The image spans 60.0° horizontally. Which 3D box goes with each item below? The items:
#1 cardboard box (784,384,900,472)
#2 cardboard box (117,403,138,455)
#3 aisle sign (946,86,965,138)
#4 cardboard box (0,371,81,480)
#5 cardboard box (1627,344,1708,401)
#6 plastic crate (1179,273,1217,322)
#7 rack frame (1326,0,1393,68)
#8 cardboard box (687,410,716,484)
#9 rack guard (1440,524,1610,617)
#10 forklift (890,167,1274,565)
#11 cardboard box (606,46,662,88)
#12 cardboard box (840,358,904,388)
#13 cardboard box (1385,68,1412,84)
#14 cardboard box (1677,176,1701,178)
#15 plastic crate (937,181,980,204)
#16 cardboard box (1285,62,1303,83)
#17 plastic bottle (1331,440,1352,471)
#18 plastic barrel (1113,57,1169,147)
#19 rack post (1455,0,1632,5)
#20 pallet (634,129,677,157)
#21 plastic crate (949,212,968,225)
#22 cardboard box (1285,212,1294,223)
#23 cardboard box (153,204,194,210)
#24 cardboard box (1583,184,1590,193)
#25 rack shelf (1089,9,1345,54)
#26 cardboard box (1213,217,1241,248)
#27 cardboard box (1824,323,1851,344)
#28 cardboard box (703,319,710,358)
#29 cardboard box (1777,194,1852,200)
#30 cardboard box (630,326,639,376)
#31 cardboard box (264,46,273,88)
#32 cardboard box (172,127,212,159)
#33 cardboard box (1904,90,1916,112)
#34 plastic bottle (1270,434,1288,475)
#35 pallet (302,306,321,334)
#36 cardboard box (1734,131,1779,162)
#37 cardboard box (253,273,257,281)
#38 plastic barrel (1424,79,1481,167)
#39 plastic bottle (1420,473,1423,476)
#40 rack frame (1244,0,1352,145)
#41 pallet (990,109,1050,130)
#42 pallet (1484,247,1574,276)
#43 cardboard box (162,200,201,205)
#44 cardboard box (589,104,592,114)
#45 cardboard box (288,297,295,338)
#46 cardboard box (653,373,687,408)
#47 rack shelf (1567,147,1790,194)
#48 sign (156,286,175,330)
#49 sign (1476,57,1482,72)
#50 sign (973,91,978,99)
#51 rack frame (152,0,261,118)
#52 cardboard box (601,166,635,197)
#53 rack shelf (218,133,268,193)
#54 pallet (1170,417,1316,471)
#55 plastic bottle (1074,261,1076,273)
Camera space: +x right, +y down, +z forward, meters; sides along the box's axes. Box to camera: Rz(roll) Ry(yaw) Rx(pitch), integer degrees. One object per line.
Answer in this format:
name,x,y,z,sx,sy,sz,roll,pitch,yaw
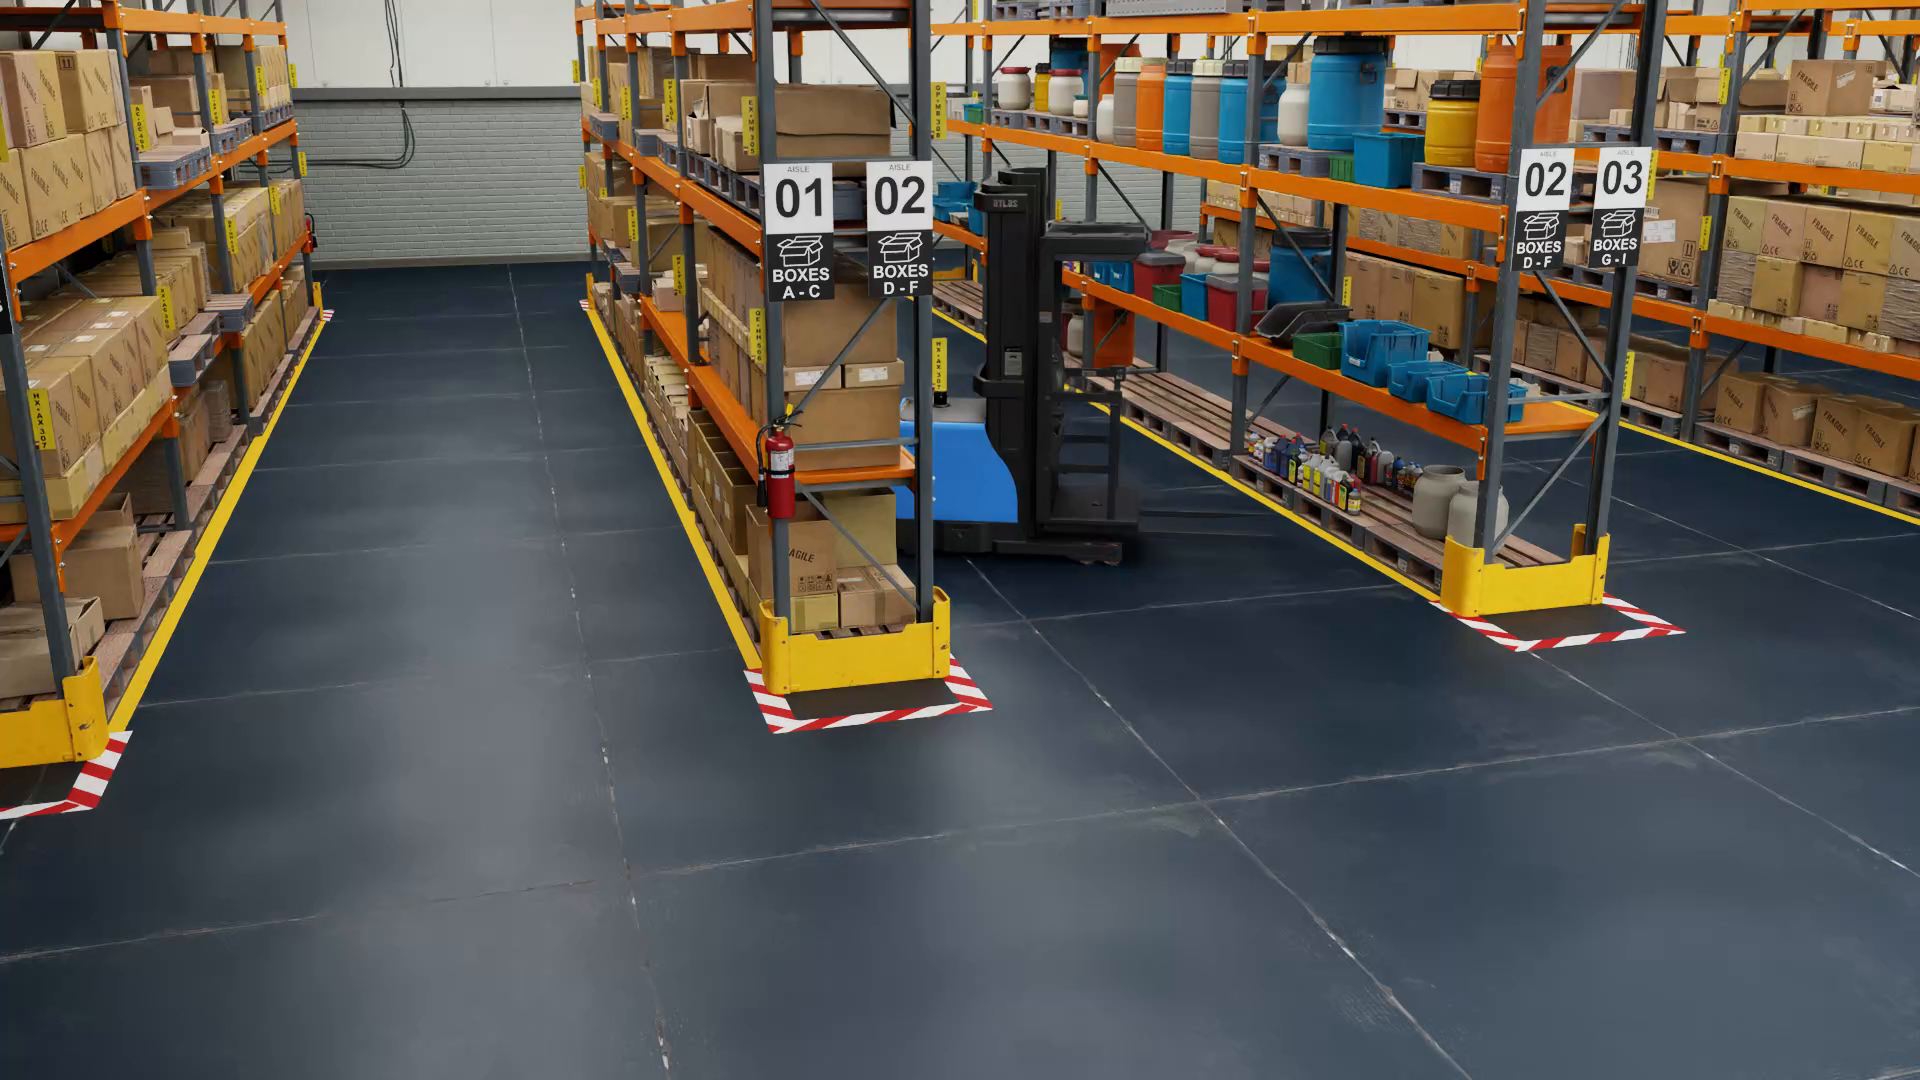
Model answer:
cardboard box,-0.781,-0.756,10.580,0.700,0.500,0.500,-5,17,-15
cardboard box,-5.683,-0.707,10.816,0.500,0.250,0.500,-5,17,-15
aisle sign,-0.036,-6.682,25.964,0.394,0.787,0.004,-5,17,-15
cardboard box,-5.269,-0.638,9.283,0.500,0.500,0.500,-5,17,-15
cardboard box,7.501,-1.785,17.760,0.700,0.500,0.500,-5,17,-16
plastic crate,2.398,-2.347,16.081,0.392,0.384,0.575,-5,17,-15
rack frame,5.564,-7.552,22.952,1.000,3.000,0.127,-5,17,-15
cardboard box,-1.937,-0.774,13.562,0.500,0.500,0.500,-5,17,-15
rack guard,4.033,0.212,11.878,1.175,0.500,0.348,-5,17,-15
forklift,0.951,-1.371,12.921,3.031,2.935,1.130,2,17,7
cardboard box,-4.133,-5.992,21.059,0.700,0.500,0.500,-5,17,-15
cardboard box,-0.565,-1.062,10.471,0.380,0.149,0.250,-5,17,-16
cardboard box,5.733,-6.205,22.777,0.700,0.500,0.500,-4,17,-14
cardboard box,10.733,-5.239,24.352,0.380,0.149,0.250,-5,17,-17
plastic crate,-0.026,-5.362,25.922,0.616,0.435,0.499,-5,17,-15
cardboard box,5.147,-6.773,24.495,0.700,0.500,0.500,-4,17,-12
plastic bottle,3.371,-0.754,14.717,0.152,0.276,0.135,-5,17,-15
plastic barrel,1.918,-4.613,17.511,0.600,0.901,0.600,0,17,0
rack post,4.014,-3.821,11.399,0.937,0.300,0.954,-3,17,-9
pallet,-2.591,-3.956,16.522,1.213,0.211,1.003,-4,17,-13
plastic crate,0.034,-4.648,24.065,0.293,0.136,0.466,-5,17,-15
cardboard box,5.023,-4.759,24.519,0.380,0.149,0.250,-5,17,-16
cardboard box,-8.276,-3.347,17.353,0.500,0.250,0.500,-5,17,-17
cardboard box,9.814,-5.489,25.820,0.500,0.500,0.500,-5,17,-17
rack shelf,2.450,-4.965,16.284,1.077,0.370,4.000,-5,17,-15
cardboard box,4.717,-4.798,27.175,0.875,0.875,0.875,-5,17,-15
cardboard box,7.957,-1.849,14.829,0.380,0.149,0.250,-5,17,-15
cardboard box,-1.941,-1.745,14.308,0.500,0.250,0.500,-4,17,-12
cardboard box,8.150,-3.033,15.905,0.500,0.500,0.500,-5,17,-15
cardboard box,-3.488,-2.187,19.100,0.500,0.500,0.500,-5,18,-17
cardboard box,-8.798,-5.838,20.513,0.500,0.500,0.500,-5,17,-16
cardboard box,-7.168,-3.623,15.207,0.500,0.311,0.500,-5,17,-15
cardboard box,11.585,-5.194,19.673,0.500,0.250,0.500,-4,17,-14
plastic bottle,2.823,-0.761,14.610,0.144,0.351,0.185,-4,17,-14
pallet,-9.529,-3.060,23.273,1.003,0.211,1.213,-5,17,-15
cardboard box,7.640,-3.686,15.556,0.500,0.250,0.500,-5,18,-17
cardboard box,-8.052,-2.967,18.519,0.380,0.149,0.250,-5,17,-17
plastic barrel,3.664,-3.001,11.958,0.600,0.588,0.600,0,17,0
plastic bottle,3.856,-0.468,13.753,0.061,0.283,0.133,-4,17,-14
rack frame,3.000,-4.948,14.281,1.000,3.000,0.127,-5,17,-15
pallet,1.111,-5.424,21.411,1.213,0.211,1.003,-5,17,-15
pallet,6.961,-3.292,19.531,1.213,0.211,1.003,-5,17,-15
cardboard box,-8.416,-3.488,17.822,0.500,0.250,0.500,-5,17,-17
cardboard box,-4.757,-5.791,22.562,0.500,0.250,0.500,-5,17,-15
cardboard box,-8.966,-2.862,21.382,0.700,0.500,0.500,-5,17,-16
cardboard box,-2.711,-1.489,16.271,0.500,0.311,0.500,-5,17,-17
rack shelf,7.212,-4.111,17.962,1.077,0.370,4.000,-5,17,-15
sign,-6.006,-1.751,12.562,0.100,0.325,0.005,-5,17,-15
sign,8.739,-7.962,28.010,0.100,0.325,0.005,-5,17,-15
sign,0.227,-6.828,25.938,0.100,0.325,0.005,-5,17,-15
rack frame,-8.724,-6.377,19.041,1.000,3.000,0.127,-5,17,-15
cardboard box,-4.350,-4.543,21.450,0.500,0.500,0.500,-5,17,-15
rack shelf,-8.175,-4.043,17.734,1.077,0.370,4.000,-5,17,-15
pallet,2.747,-0.953,16.259,1.003,0.211,1.213,-5,17,-15
plastic bottle,1.365,-3.197,19.228,0.097,0.201,0.097,0,17,0
